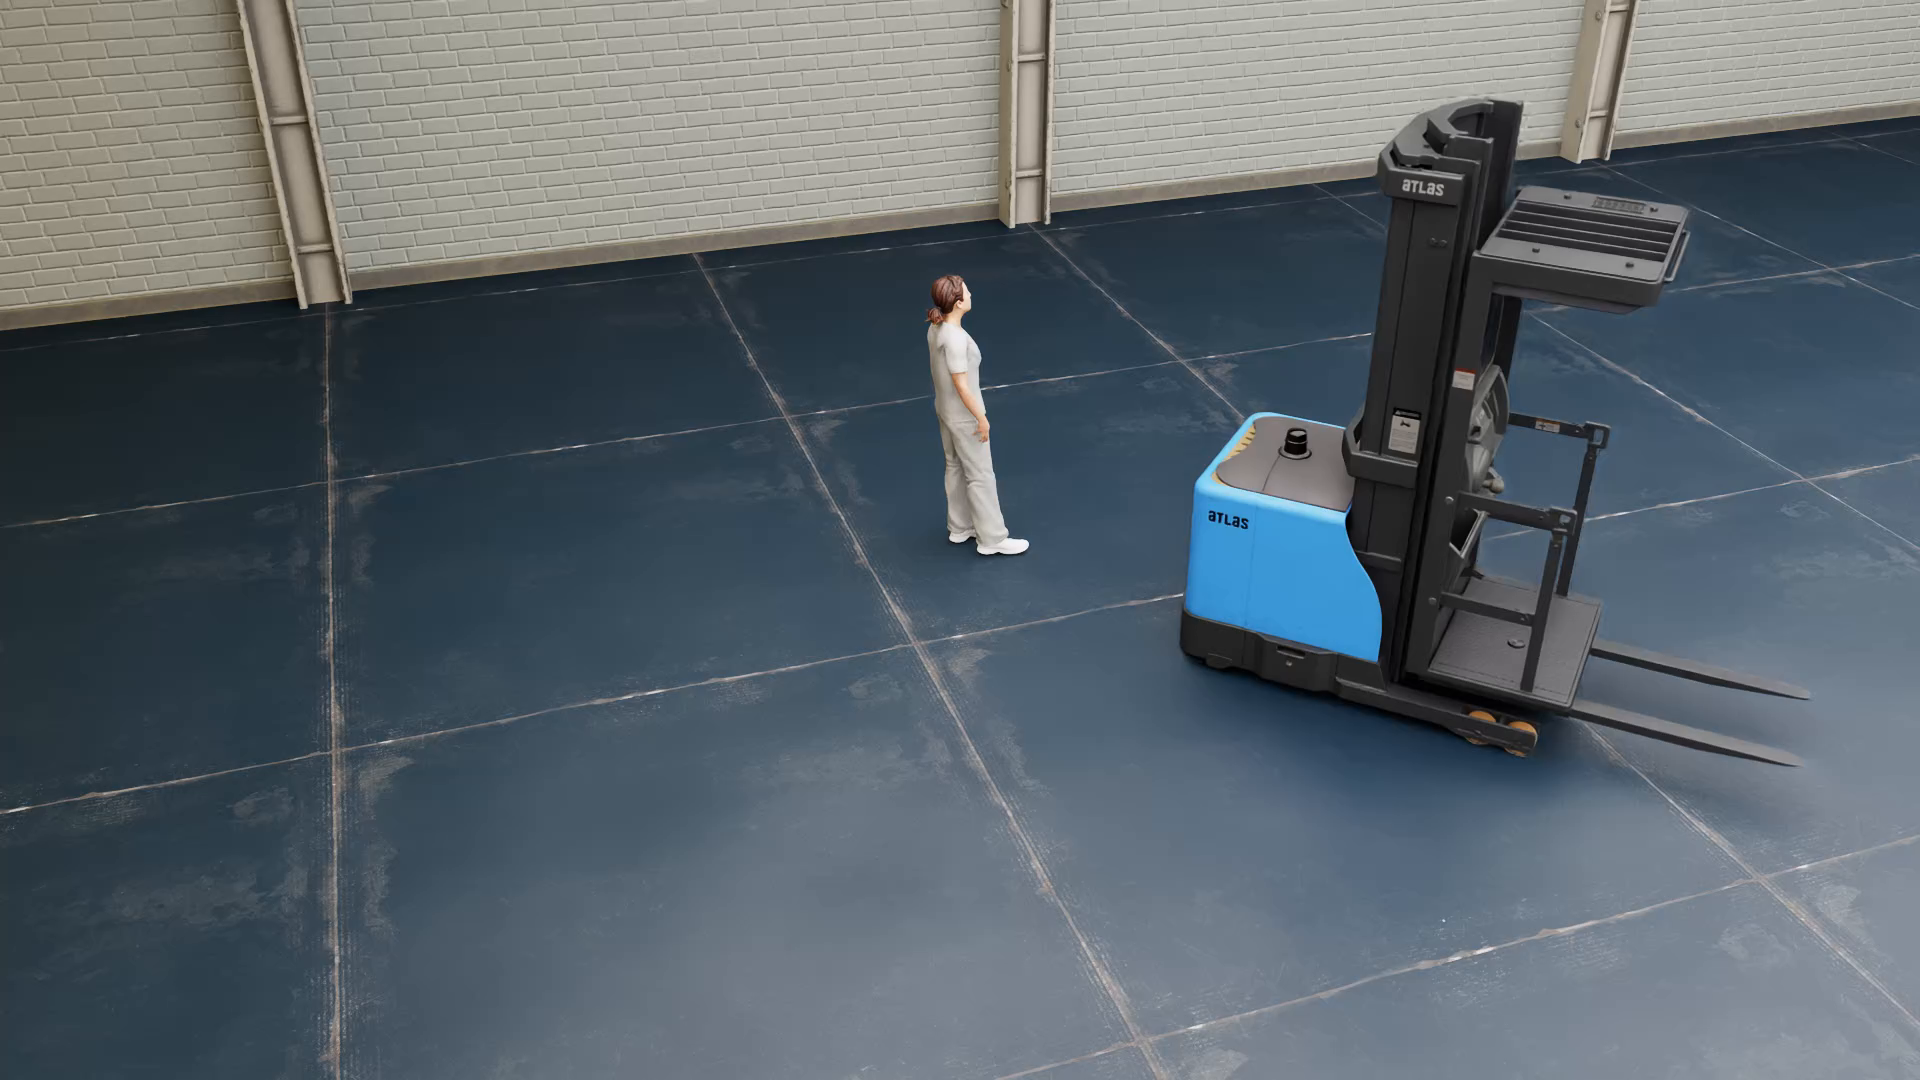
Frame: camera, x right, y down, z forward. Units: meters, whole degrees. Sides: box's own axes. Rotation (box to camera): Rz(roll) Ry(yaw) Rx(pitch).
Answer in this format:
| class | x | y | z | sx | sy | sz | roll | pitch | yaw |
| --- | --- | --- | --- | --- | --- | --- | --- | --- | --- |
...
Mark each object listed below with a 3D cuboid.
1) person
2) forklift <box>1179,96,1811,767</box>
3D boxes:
| class | x | y | z | sx | sy | sz | roll | pitch | yaw |
| --- | --- | --- | --- | --- | --- | --- | --- | --- | --- |
| person | 0.075 | -0.738 | 9.614 | 0.548 | 1.673 | 0.550 | -10 | 31 | -16 |
| forklift | 2.727 | -0.512 | 7.978 | 3.031 | 2.935 | 1.130 | 14 | 33 | 23 |
